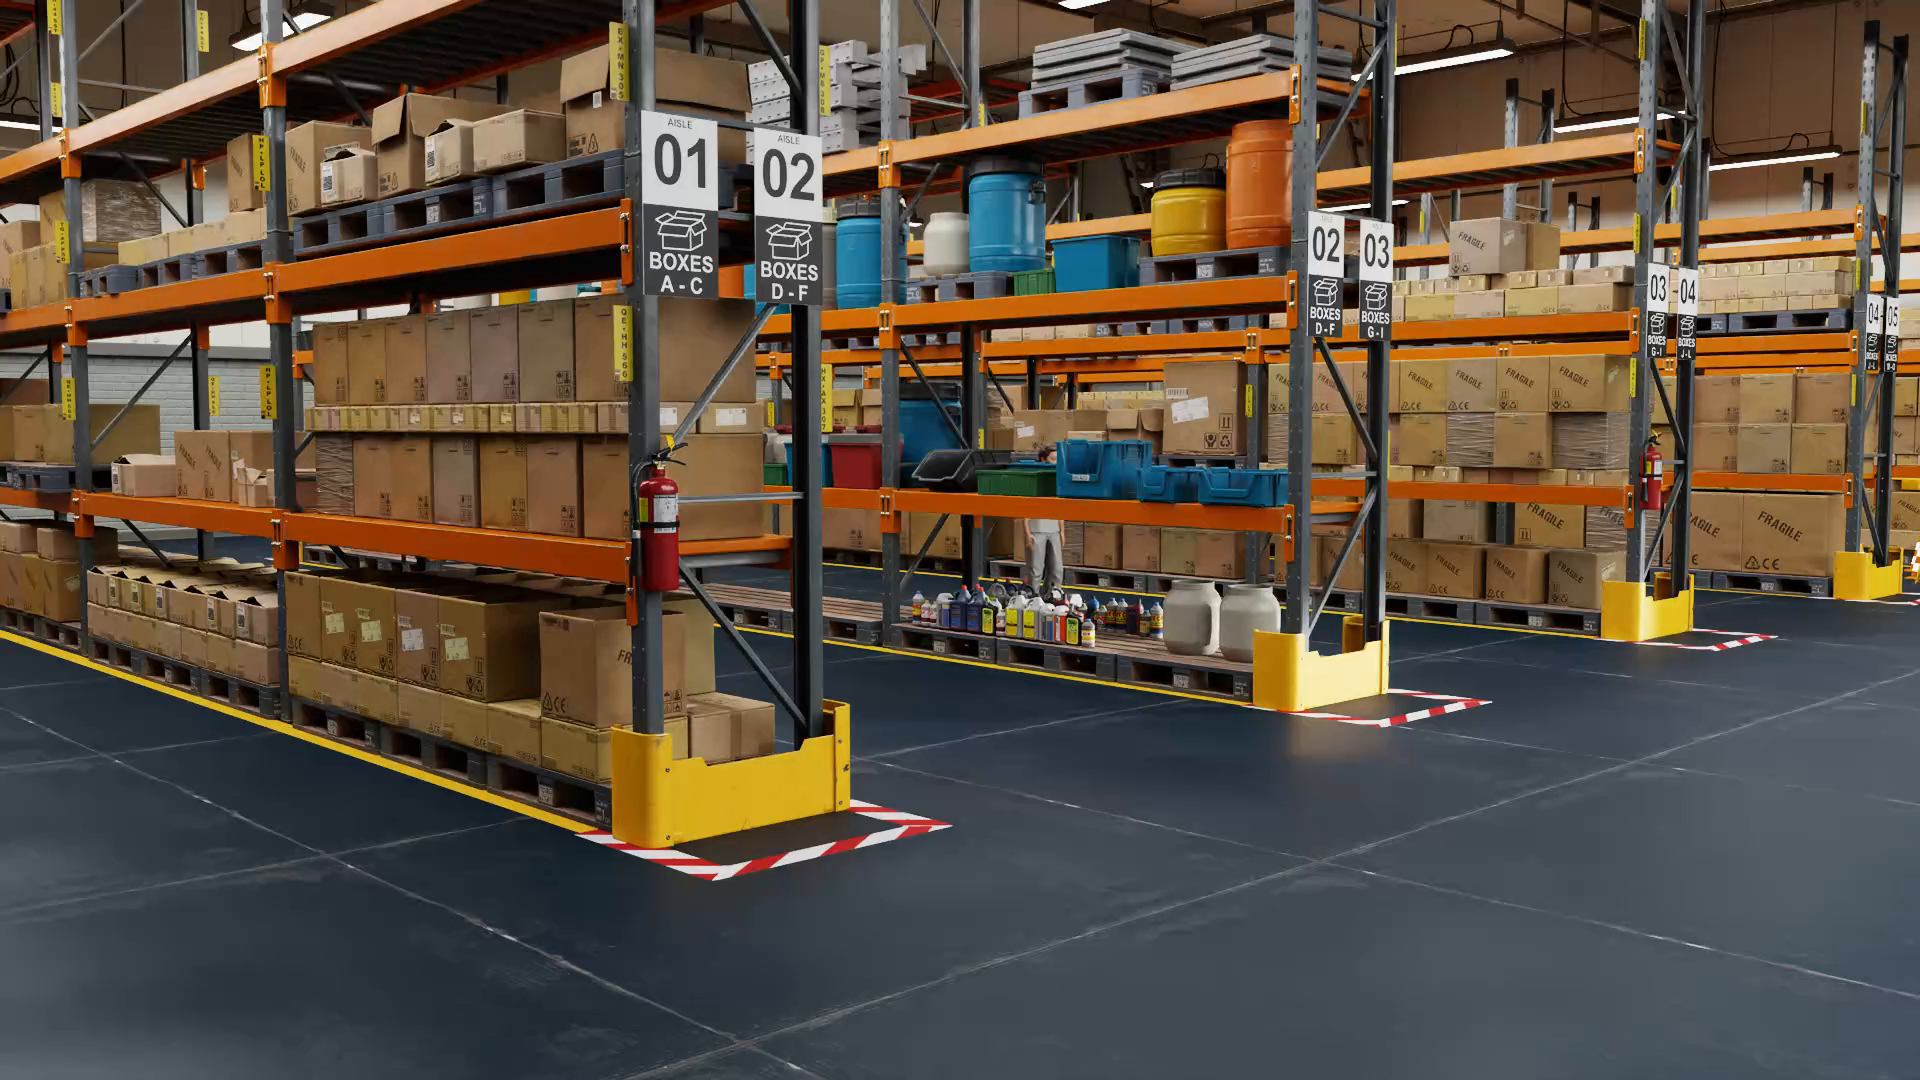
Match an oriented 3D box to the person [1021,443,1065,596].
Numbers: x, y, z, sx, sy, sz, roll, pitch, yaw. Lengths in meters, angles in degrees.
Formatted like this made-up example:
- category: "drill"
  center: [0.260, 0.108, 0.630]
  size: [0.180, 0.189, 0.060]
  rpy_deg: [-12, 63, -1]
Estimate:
- category: "person"
  center: [0.764, -0.044, 15.133]
  size: [0.484, 1.672, 0.360]
  rpy_deg: [-3, 5, -39]
